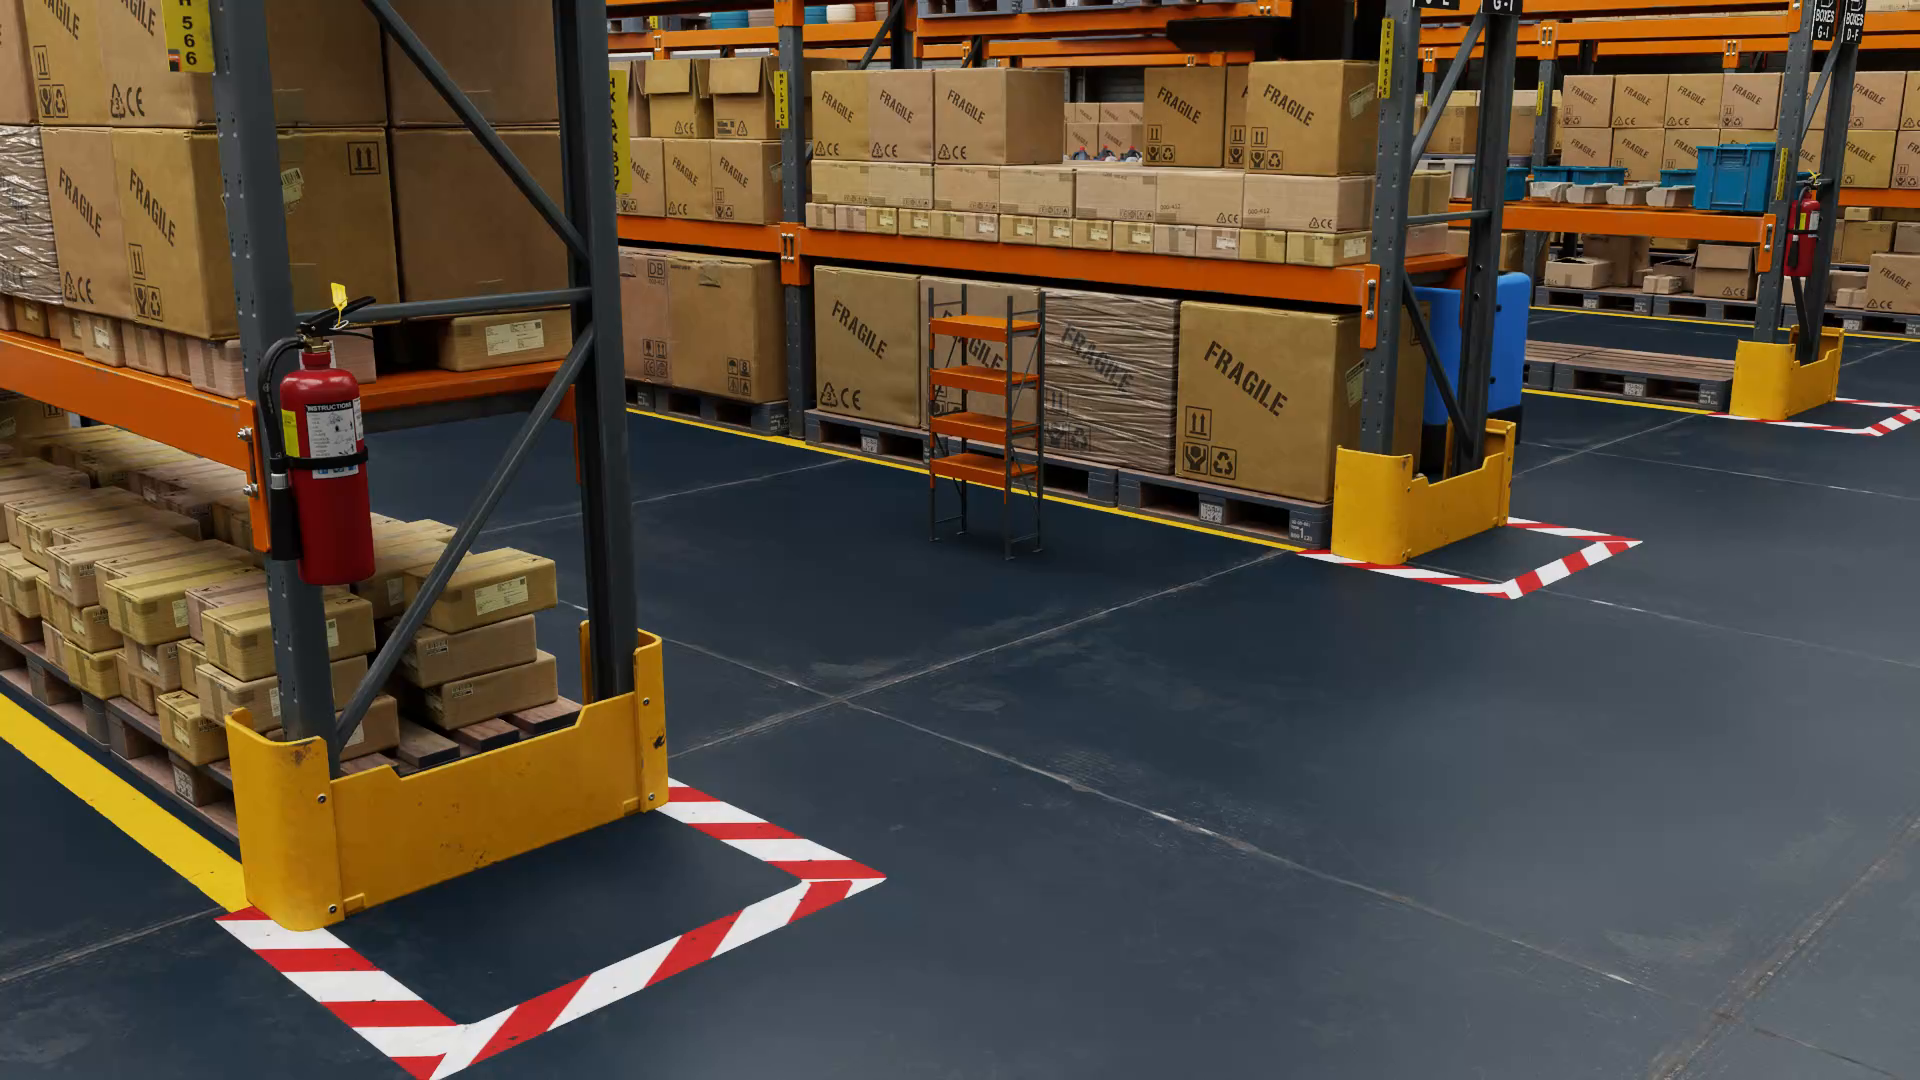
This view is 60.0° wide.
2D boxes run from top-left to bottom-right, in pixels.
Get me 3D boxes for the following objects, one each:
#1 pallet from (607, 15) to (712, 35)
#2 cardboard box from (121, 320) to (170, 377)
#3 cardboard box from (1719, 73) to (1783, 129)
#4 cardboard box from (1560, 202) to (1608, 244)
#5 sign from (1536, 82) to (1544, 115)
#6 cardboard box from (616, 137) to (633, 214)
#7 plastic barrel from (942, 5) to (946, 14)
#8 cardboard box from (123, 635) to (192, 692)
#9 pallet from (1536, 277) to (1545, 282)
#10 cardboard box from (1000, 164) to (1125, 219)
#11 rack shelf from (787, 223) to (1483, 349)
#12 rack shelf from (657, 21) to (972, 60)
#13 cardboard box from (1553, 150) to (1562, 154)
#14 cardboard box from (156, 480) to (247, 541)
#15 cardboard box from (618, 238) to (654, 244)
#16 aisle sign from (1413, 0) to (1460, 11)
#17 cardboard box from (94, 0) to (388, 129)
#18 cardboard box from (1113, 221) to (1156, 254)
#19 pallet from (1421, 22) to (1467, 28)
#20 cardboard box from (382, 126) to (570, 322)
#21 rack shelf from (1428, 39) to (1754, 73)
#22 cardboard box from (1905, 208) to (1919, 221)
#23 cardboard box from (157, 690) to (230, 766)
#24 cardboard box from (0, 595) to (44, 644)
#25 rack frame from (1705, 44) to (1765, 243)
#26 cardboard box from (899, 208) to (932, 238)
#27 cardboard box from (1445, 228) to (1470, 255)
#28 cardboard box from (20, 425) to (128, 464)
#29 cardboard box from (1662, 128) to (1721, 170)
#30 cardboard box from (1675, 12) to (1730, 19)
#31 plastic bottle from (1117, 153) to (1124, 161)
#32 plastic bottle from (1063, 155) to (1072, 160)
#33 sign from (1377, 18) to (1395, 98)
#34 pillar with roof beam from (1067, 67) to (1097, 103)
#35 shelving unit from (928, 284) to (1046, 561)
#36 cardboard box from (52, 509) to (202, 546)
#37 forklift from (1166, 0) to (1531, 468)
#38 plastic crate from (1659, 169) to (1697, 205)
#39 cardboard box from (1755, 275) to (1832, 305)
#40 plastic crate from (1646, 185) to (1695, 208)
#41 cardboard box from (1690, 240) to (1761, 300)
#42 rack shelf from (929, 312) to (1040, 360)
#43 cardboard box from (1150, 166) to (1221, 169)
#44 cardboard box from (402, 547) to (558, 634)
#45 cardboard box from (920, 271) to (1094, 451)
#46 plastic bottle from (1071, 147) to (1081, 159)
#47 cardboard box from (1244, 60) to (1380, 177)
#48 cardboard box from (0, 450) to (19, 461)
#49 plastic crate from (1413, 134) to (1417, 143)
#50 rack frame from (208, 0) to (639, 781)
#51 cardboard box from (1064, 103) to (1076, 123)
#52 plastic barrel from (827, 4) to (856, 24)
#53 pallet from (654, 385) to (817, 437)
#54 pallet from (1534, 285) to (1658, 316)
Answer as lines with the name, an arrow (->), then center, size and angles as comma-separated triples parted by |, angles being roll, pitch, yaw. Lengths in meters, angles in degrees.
pallet -> -3.587, -5.937, 19.192 | 1.003, 0.211, 1.213 | 14, 20, 42
cardboard box -> -2.089, -0.562, 4.637 | 0.250, 0.149, 0.380 | 13, 20, 42
cardboard box -> 7.458, -4.094, 15.516 | 0.500, 0.500, 0.500 | -14, 20, -42
cardboard box -> 8.436, -4.274, 21.817 | 0.750, 0.750, 0.750 | -14, 20, -43
sign -> 5.818, -4.425, 16.670 | 0.005, 0.325, 0.100 | 14, 20, 42
cardboard box -> -2.294, -2.516, 11.441 | 0.500, 0.500, 0.500 | 14, 20, 42
plastic barrel -> -0.131, -5.383, 16.473 | 0.421, 0.512, 0.421 | 0, 15, 0
cardboard box -> -2.268, 0.315, 5.005 | 0.250, 0.149, 0.380 | 13, 19, 40
pallet -> 5.588, -2.752, 18.077 | 1.213, 0.211, 1.003 | 14, 20, 42
cardboard box -> 0.559, -1.845, 8.772 | 0.500, 0.250, 0.500 | 14, 20, 42
rack shelf -> 0.761, -1.471, 9.054 | 4.000, 0.370, 1.077 | 14, 20, 42
rack shelf -> -1.560, -5.221, 17.499 | 4.000, 0.370, 1.077 | 14, 20, 42
cardboard box -> 7.944, -5.088, 21.969 | 0.250, 0.149, 0.380 | 14, 20, 43
cardboard box -> -2.664, -0.104, 6.025 | 0.250, 0.149, 0.380 | 14, 20, 42
cardboard box -> -2.439, -1.762, 12.126 | 0.875, 0.875, 1.225 | 14, 20, 42
aisle sign -> 2.045, -2.660, 7.035 | 0.004, 0.787, 0.394 | 14, 20, 42
cardboard box -> -1.817, -1.297, 4.190 | 0.500, 0.500, 0.500 | 13, 20, 41
cardboard box -> 0.980, -1.528, 8.346 | 0.250, 0.149, 0.380 | 13, 20, 41
pallet -> 5.031, -5.635, 18.032 | 1.003, 0.211, 1.213 | 14, 20, 42
cardboard box -> -1.446, -0.907, 4.676 | 0.500, 0.500, 0.500 | -13, 20, -42
rack shelf -> 8.196, -6.319, 21.714 | 4.000, 0.370, 1.077 | 14, 20, 42
cardboard box -> 11.257, -3.814, 19.458 | 0.250, 0.149, 0.380 | 14, 20, 43
cardboard box -> -2.094, 0.509, 4.850 | 0.380, 0.149, 0.250 | -14, 20, -42
cardboard box -> -3.193, 0.232, 5.914 | 0.250, 0.149, 0.380 | 13, 19, 41
rack frame -> 9.636, -4.866, 20.658 | 0.127, 3.000, 1.000 | 14, 20, 42
cardboard box -> -0.127, -1.797, 9.379 | 0.250, 0.149, 0.380 | 13, 19, 41
cardboard box -> 5.296, -3.092, 17.934 | 0.500, 0.500, 0.500 | 14, 20, 42
cardboard box -> -3.757, -0.383, 7.093 | 0.380, 0.149, 0.250 | -14, 20, -43
cardboard box -> 7.107, -3.699, 15.981 | 0.500, 0.500, 0.500 | 14, 20, 42
cardboard box -> 7.095, -5.039, 15.671 | 0.500, 0.250, 0.500 | 14, 20, 42
plastic bottle -> 1.477, -3.451, 15.460 | 0.133, 0.283, 0.061 | 14, 20, 42
plastic bottle -> 0.965, -3.331, 15.012 | 0.135, 0.276, 0.152 | 14, 20, 42
sign -> 1.814, -2.048, 7.075 | 0.005, 0.325, 0.100 | 14, 20, 42
pillar with roof beam -> -0.886, -9.122, 25.095 | 0.400, 9.000, 9.100 | 14, 20, 42
shelving unit -> 0.119, -0.552, 7.670 | 0.503, 1.200, 0.258 | 14, 20, 42
cardboard box -> -2.774, 0.019, 5.551 | 0.250, 0.149, 0.380 | 13, 19, 40
forklift -> 1.910, -2.098, 10.172 | 3.031, 2.935, 1.130 | 14, 20, 43
plastic crate -> 5.216, -2.534, 11.921 | 0.300, 0.233, 0.416 | 14, 20, 42
cardboard box -> 7.854, -2.371, 15.662 | 0.500, 0.250, 0.500 | 14, 20, 42
plastic crate -> 4.926, -2.379, 11.517 | 0.243, 0.136, 0.396 | 14, 20, 42
cardboard box -> 7.556, -2.643, 16.206 | 0.637, 0.503, 0.797 | 14, 20, 42
rack shelf -> 0.119, -0.932, 7.571 | 0.480, 0.148, 0.258 | 14, 20, 42
cardboard box -> 1.305, -1.851, 8.796 | 0.500, 0.250, 0.500 | 13, 19, 40
cardboard box -> -1.456, 0.149, 5.053 | 0.250, 0.149, 0.380 | 13, 19, 40
cardboard box -> 0.389, -1.056, 9.418 | 0.875, 0.875, 0.875 | 14, 20, 42
plastic bottle -> 1.086, -3.389, 15.089 | 0.185, 0.351, 0.144 | 14, 20, 42
cardboard box -> 1.668, -1.941, 7.651 | 0.500, 0.500, 0.500 | 14, 20, 43
cardboard box -> -3.933, -0.241, 6.549 | 0.380, 0.149, 0.250 | -13, 20, -41
plastic crate -> 3.228, -2.926, 12.967 | 0.583, 0.464, 0.402 | 14, 20, 42
rack frame -> -1.314, -0.586, 4.233 | 0.127, 3.000, 1.000 | 14, 20, 42
cardboard box -> 1.849, -6.948, 27.420 | 0.500, 0.500, 0.500 | 13, 19, 40
plastic barrel -> -1.198, -5.333, 16.774 | 0.301, 0.262, 0.301 | 0, 15, 0
pallet -> -1.286, -0.941, 11.124 | 1.213, 0.211, 1.003 | 14, 20, 42
pallet -> 6.694, -2.496, 17.095 | 1.213, 0.211, 1.003 | 14, 20, 42
